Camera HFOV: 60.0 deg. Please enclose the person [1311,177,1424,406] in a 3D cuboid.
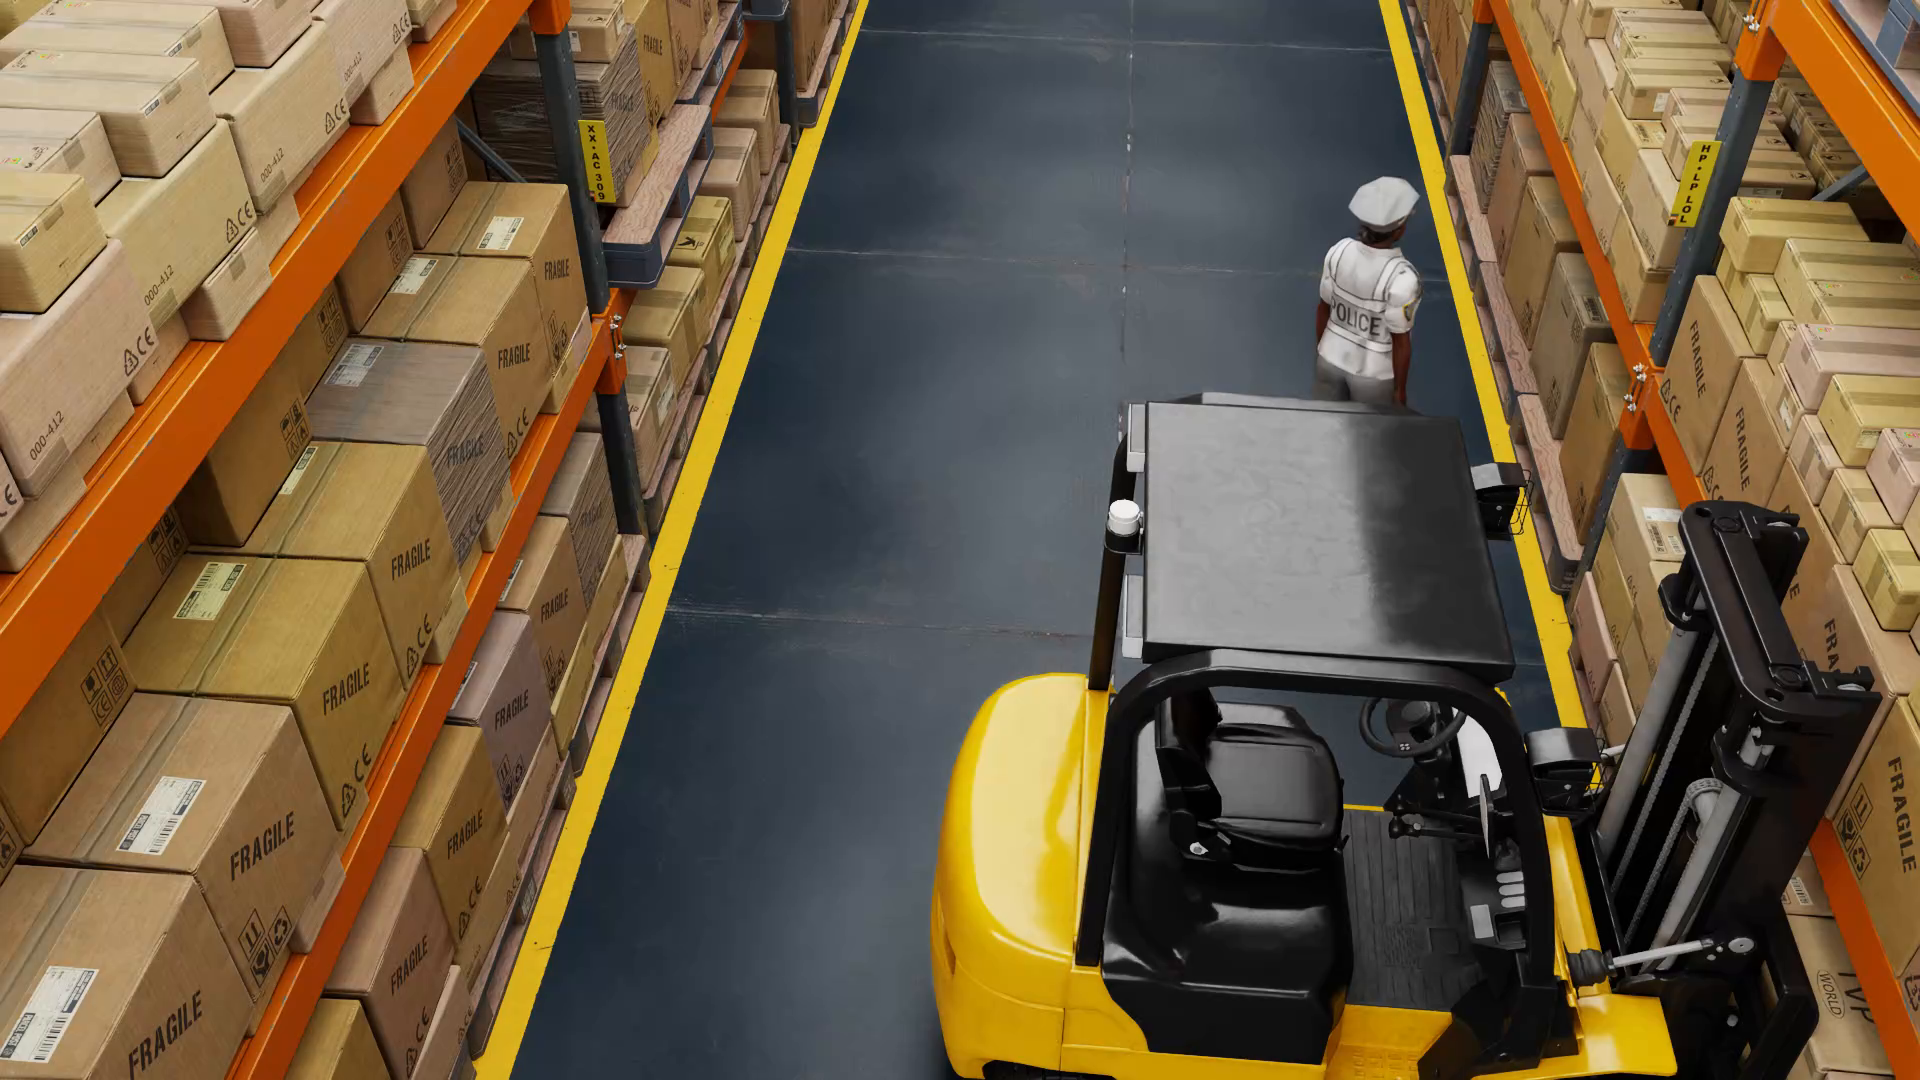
[{"bbox_3d":[1.704,-0.707,7.041,0.392,1.785,0.455,-30,48,-30],"label":"person"}]
